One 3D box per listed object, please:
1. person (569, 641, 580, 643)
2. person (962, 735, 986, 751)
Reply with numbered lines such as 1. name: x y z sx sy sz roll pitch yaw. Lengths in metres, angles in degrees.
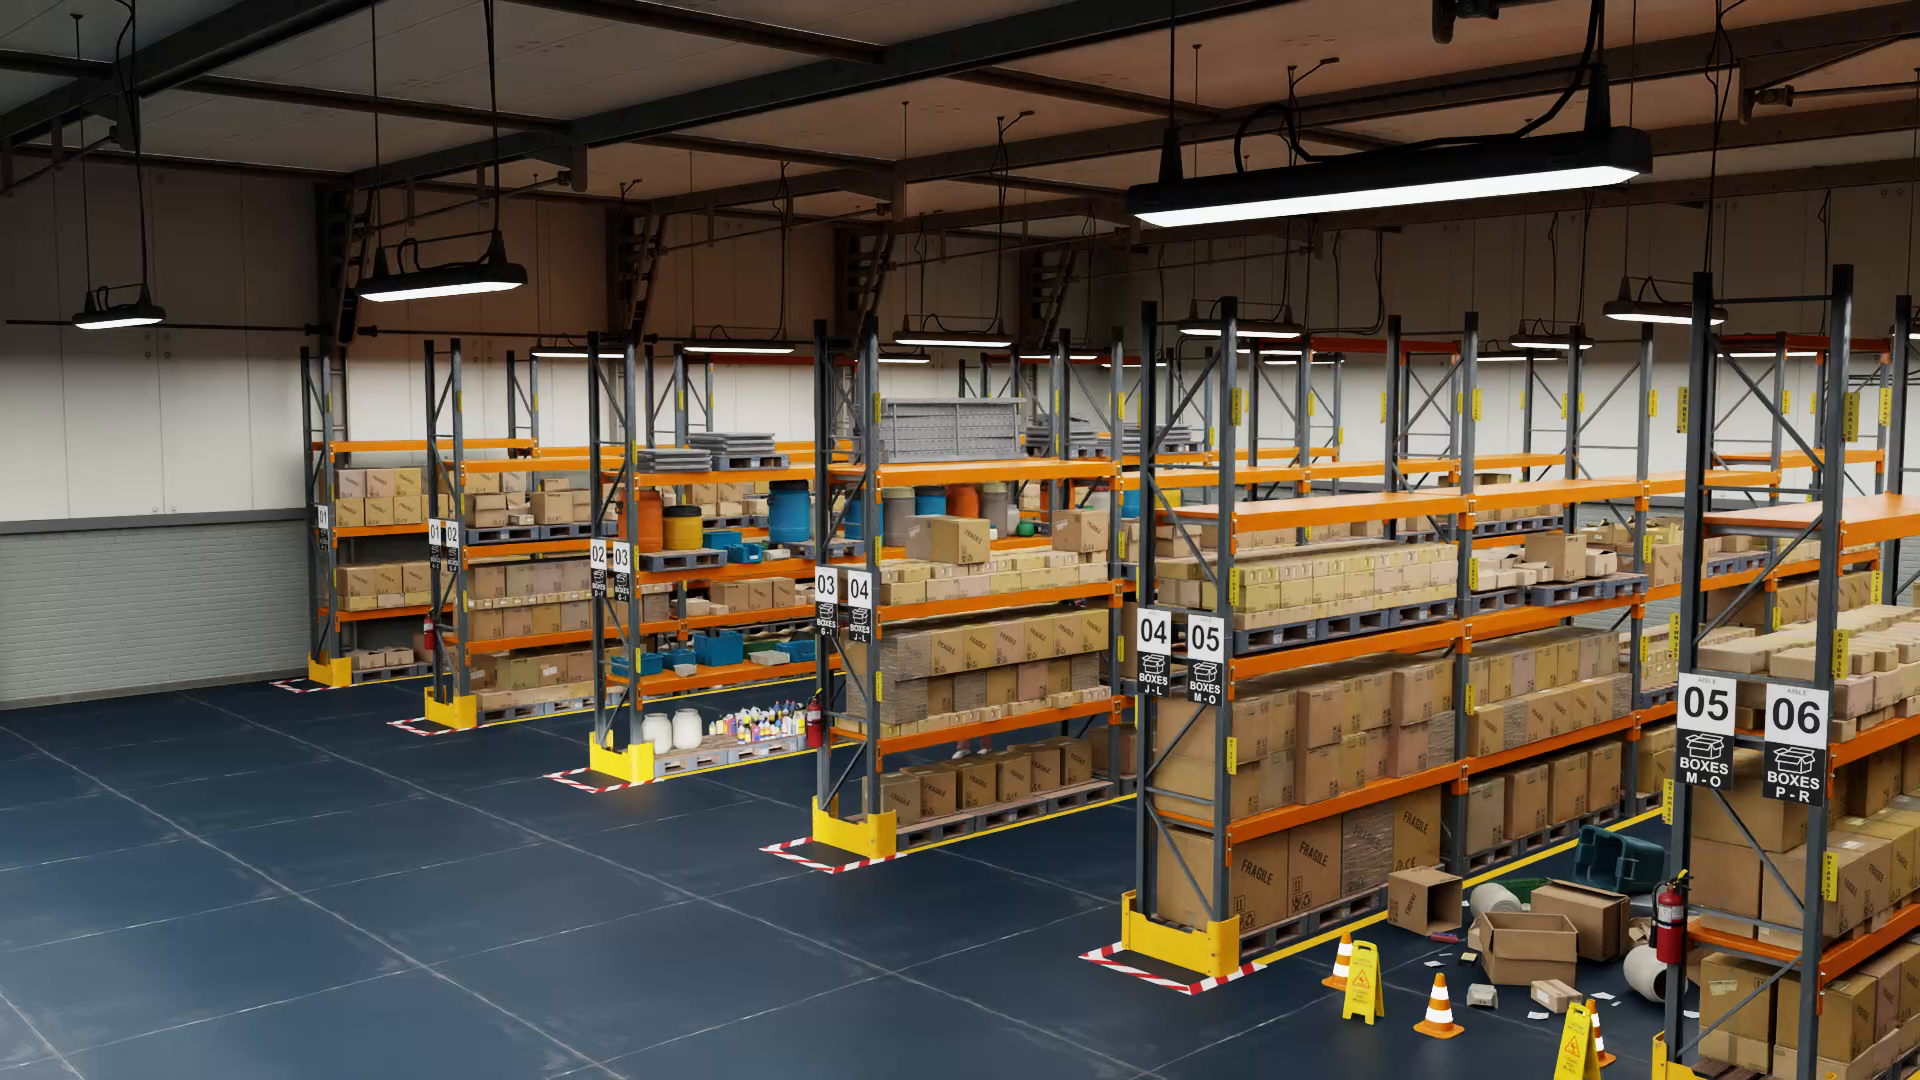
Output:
1. person: -7.013 1.686 30.263 0.492 1.673 0.413 0 5 -2
2. person: 0.196 2.255 23.712 0.359 1.449 0.505 0 5 5
